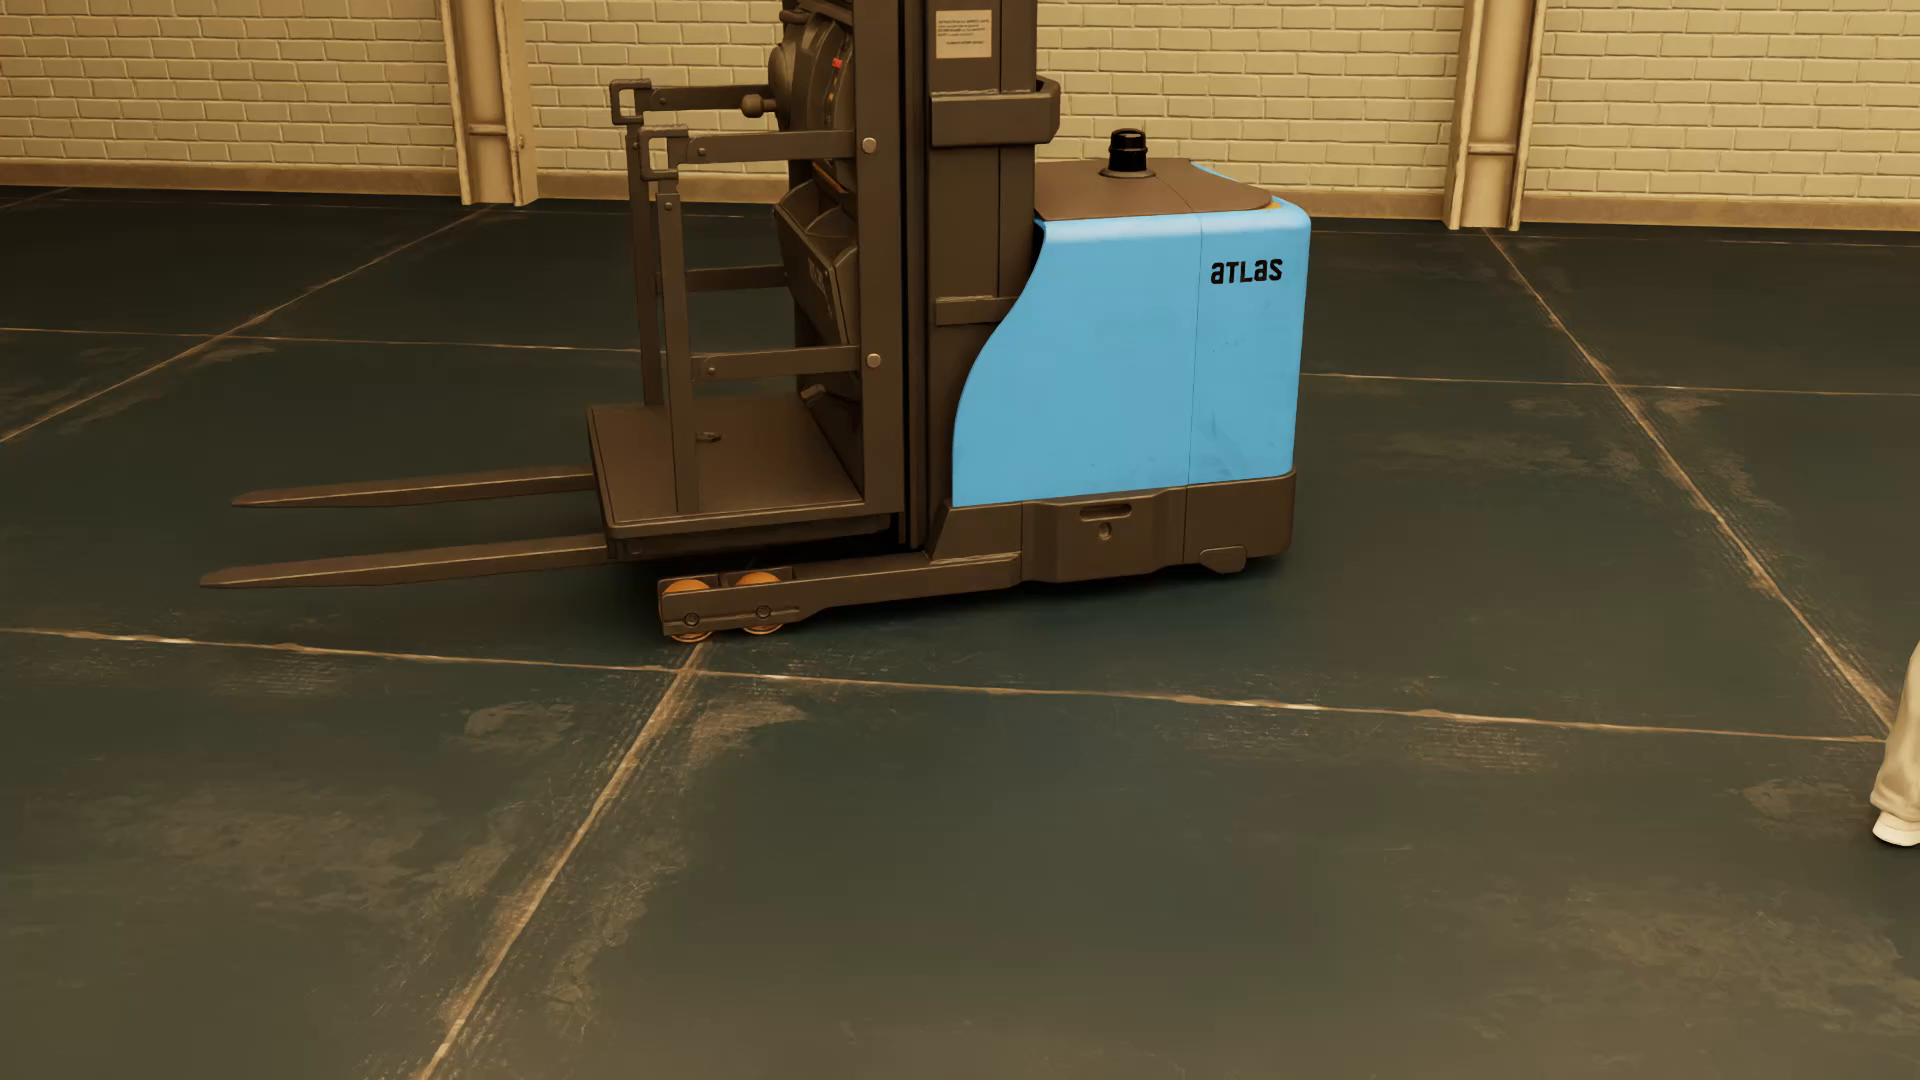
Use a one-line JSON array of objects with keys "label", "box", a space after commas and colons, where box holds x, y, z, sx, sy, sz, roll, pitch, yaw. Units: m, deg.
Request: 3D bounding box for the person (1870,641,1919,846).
[{"label": "person", "box": [2.108, -0.112, 3.221, 0.390, 1.671, 0.431, -8, 23, -20]}]

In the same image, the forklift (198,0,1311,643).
[{"label": "forklift", "box": [-0.588, -1.301, 4.485, 3.031, 2.935, 1.130, -6, 23, -14]}]
